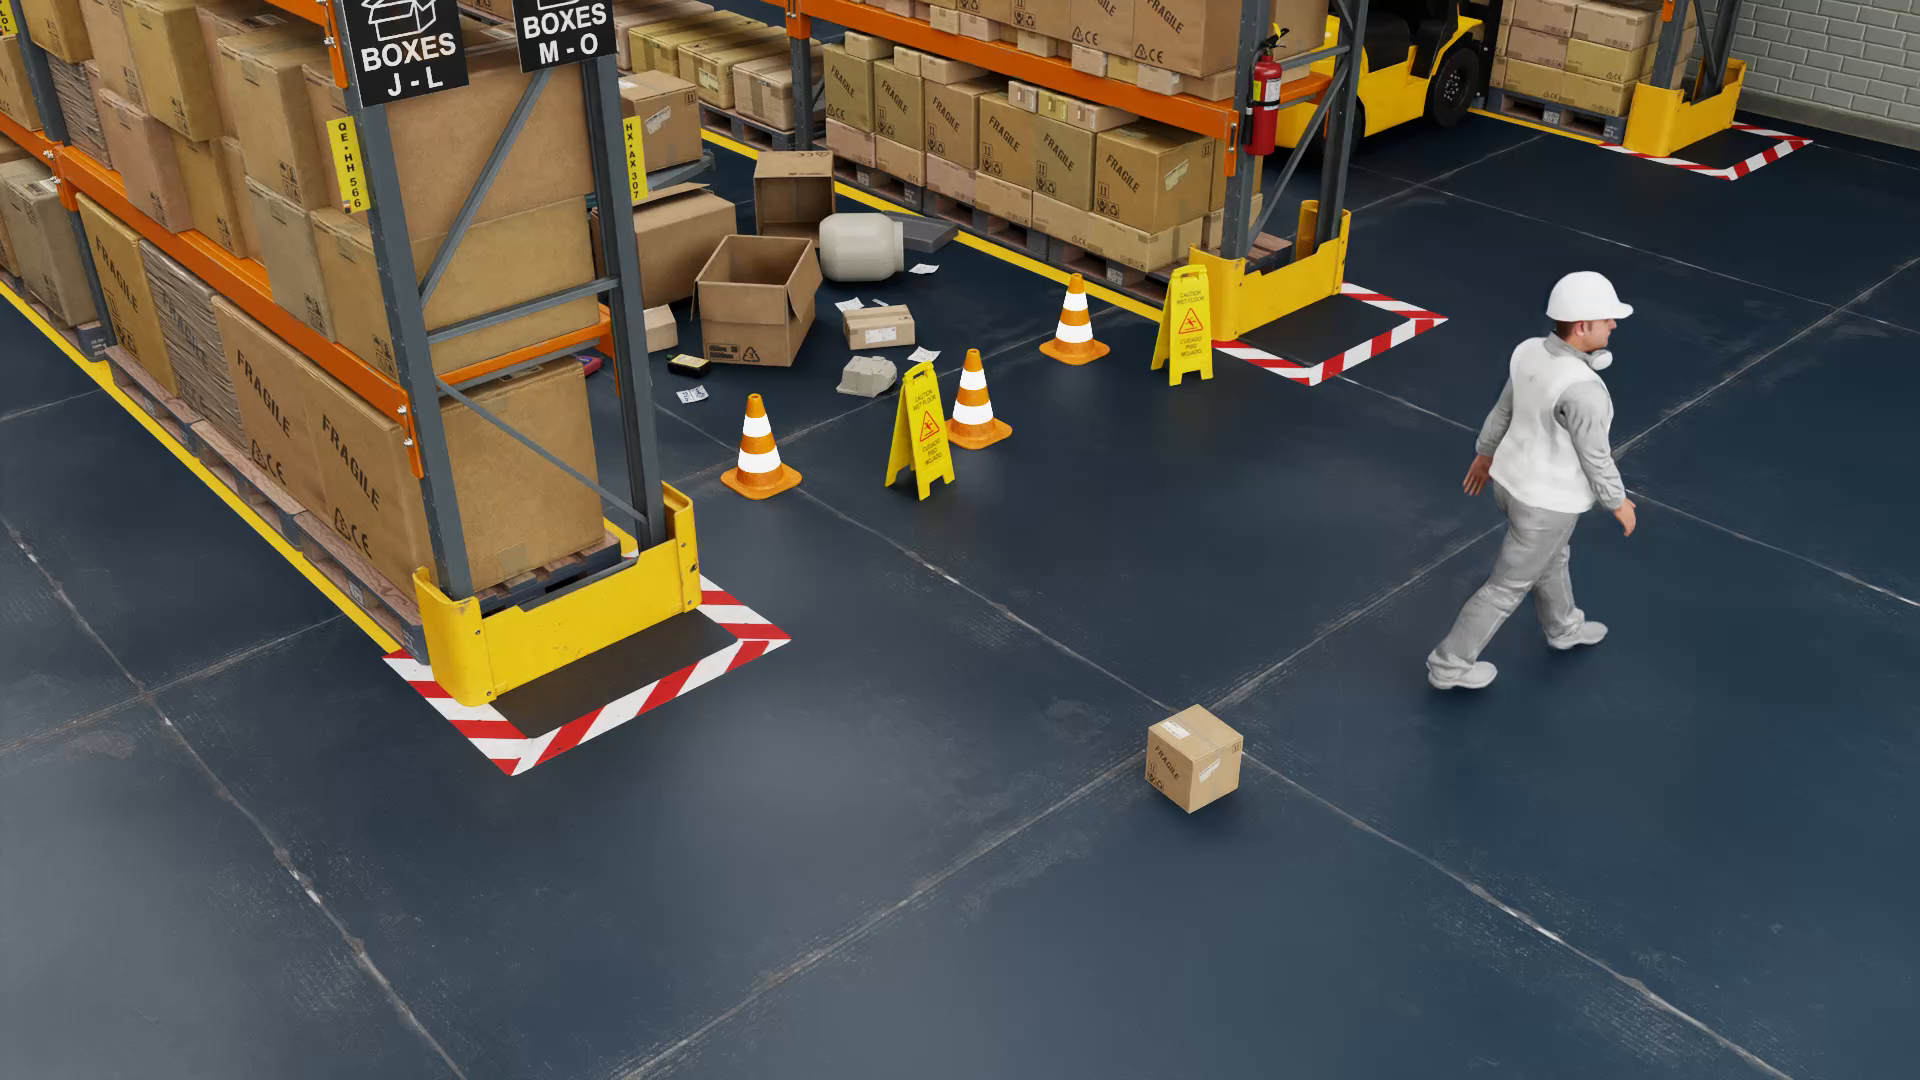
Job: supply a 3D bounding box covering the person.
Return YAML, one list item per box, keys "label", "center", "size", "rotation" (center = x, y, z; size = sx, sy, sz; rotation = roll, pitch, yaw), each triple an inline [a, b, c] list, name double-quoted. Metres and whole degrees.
- label: "person"
  center: [2.321, -0.223, 6.435]
  size: [0.919, 1.737, 0.624]
  rotation: [-6, 32, -9]
